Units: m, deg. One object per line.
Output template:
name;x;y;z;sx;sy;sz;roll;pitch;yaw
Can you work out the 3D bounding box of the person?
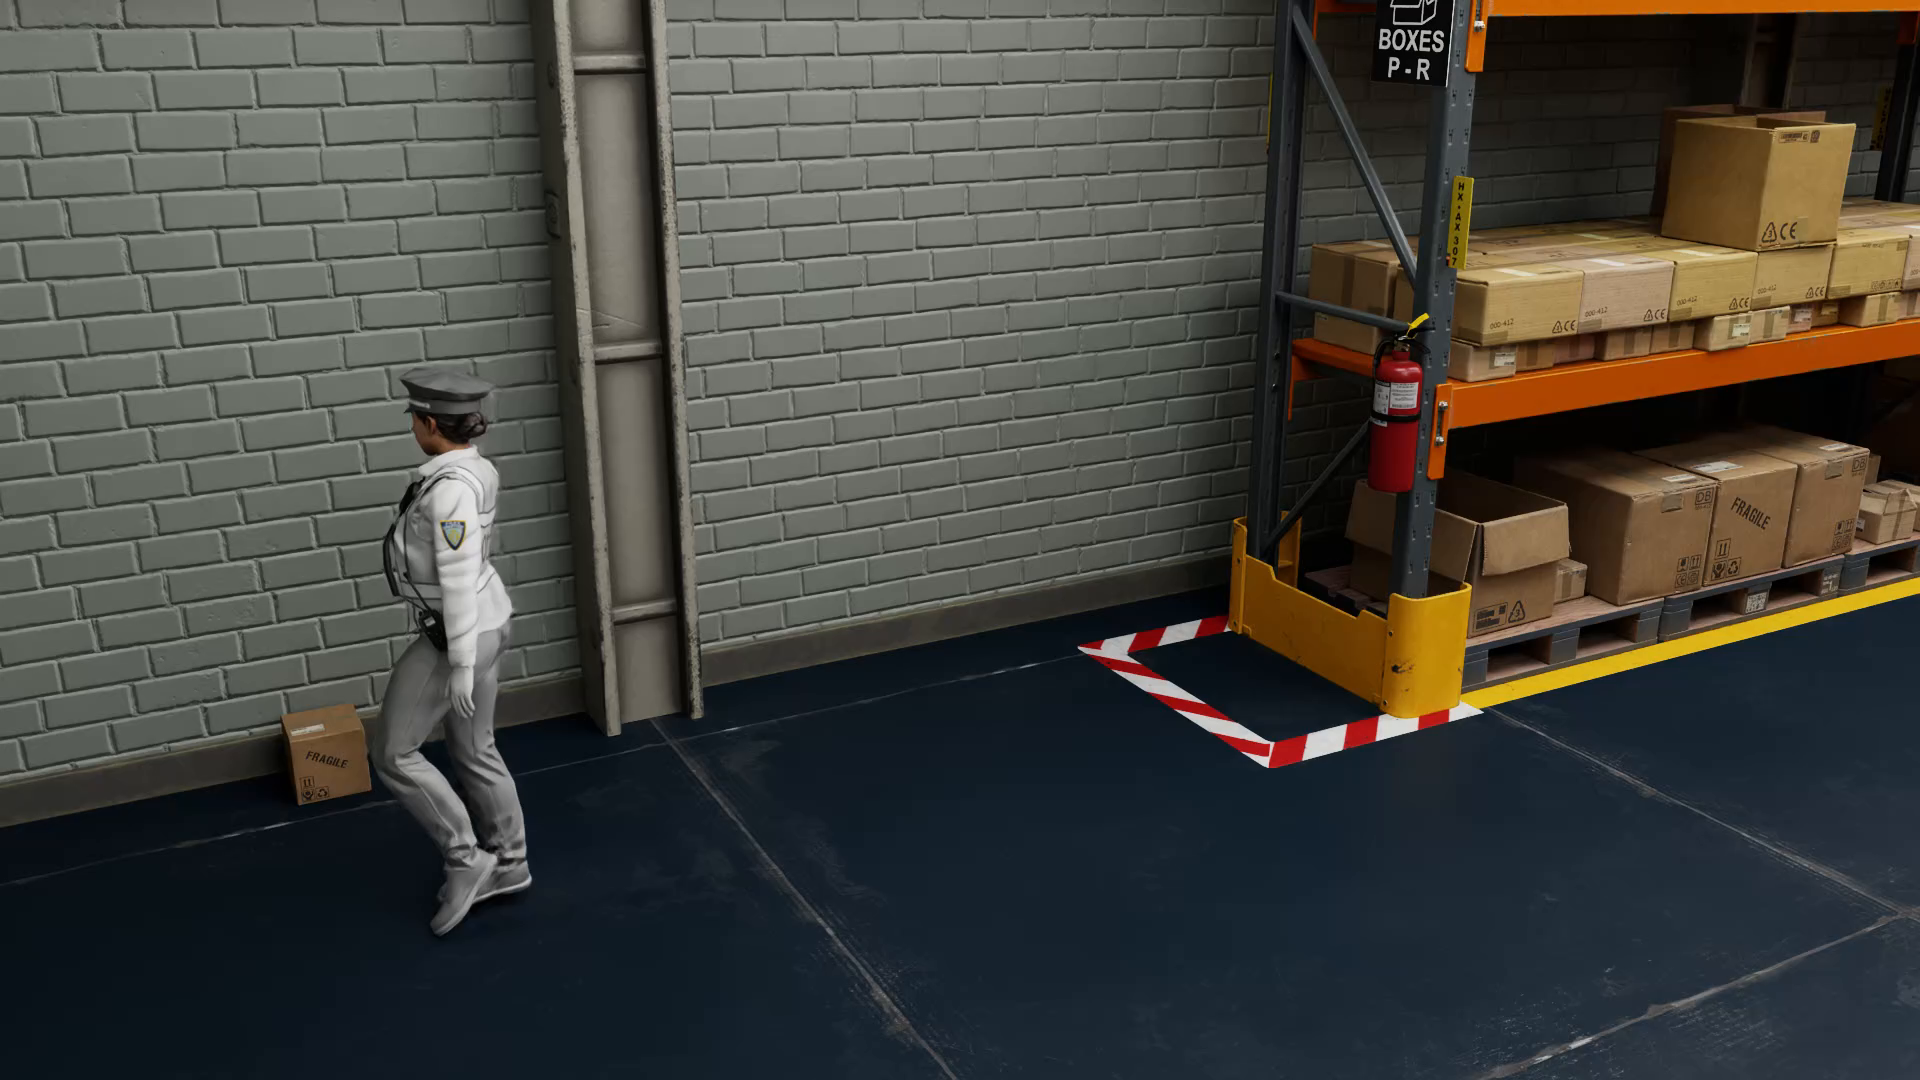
person;-1.571;0.332;5.042;0.425;1.676;0.571;-2;19;-5
